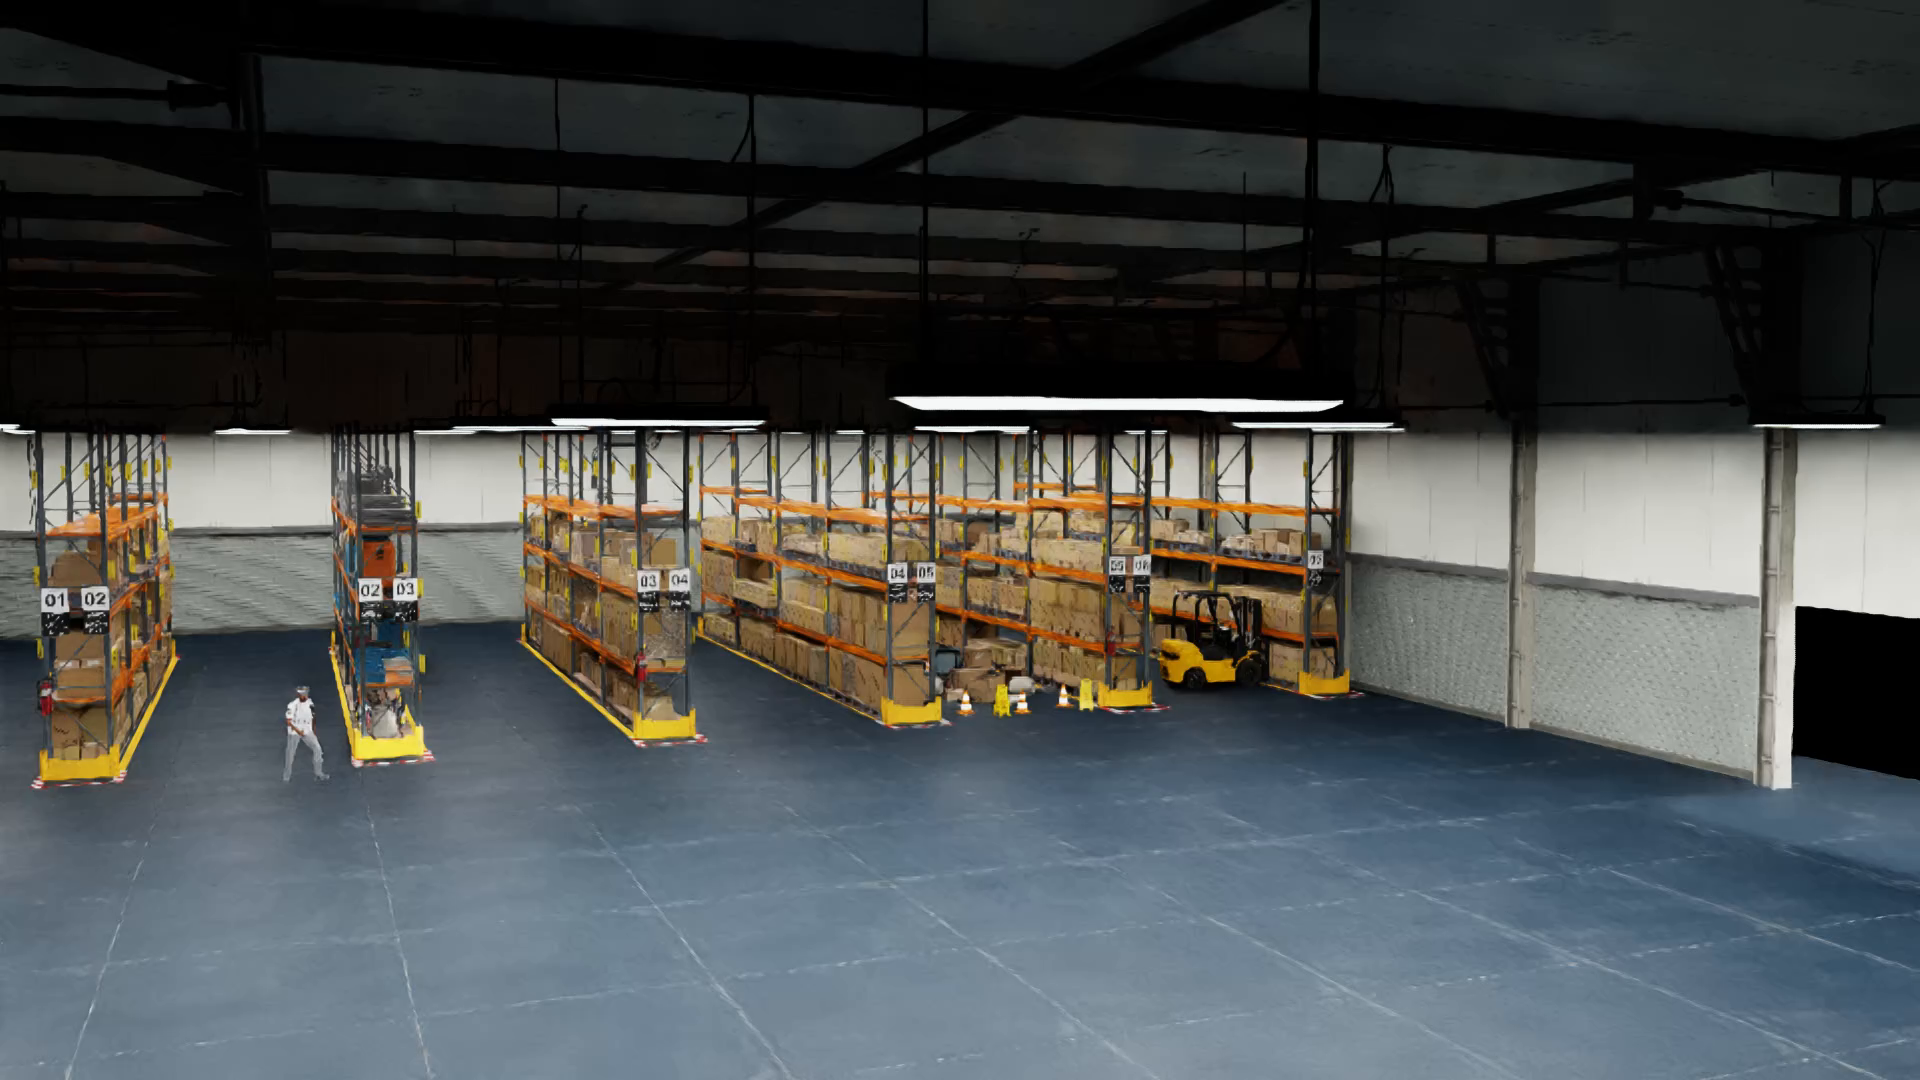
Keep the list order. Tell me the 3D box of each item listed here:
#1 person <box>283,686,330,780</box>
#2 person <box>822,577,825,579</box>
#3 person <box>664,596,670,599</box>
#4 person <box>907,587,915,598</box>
[{"bbox_3d":[-10.896,3.188,27.563,0.622,1.613,0.782,-3,5,-42],"label":"person"},{"bbox_3d":[-3.897,1.903,47.937,0.562,1.634,0.663,-1,4,-15],"label":"person"},{"bbox_3d":[-9.077,1.729,51.209,0.476,1.567,1.003,-1,4,-13],"label":"person"},{"bbox_3d":[-1.357,2.093,43.677,0.647,1.764,0.690,0,4,-2],"label":"person"}]
